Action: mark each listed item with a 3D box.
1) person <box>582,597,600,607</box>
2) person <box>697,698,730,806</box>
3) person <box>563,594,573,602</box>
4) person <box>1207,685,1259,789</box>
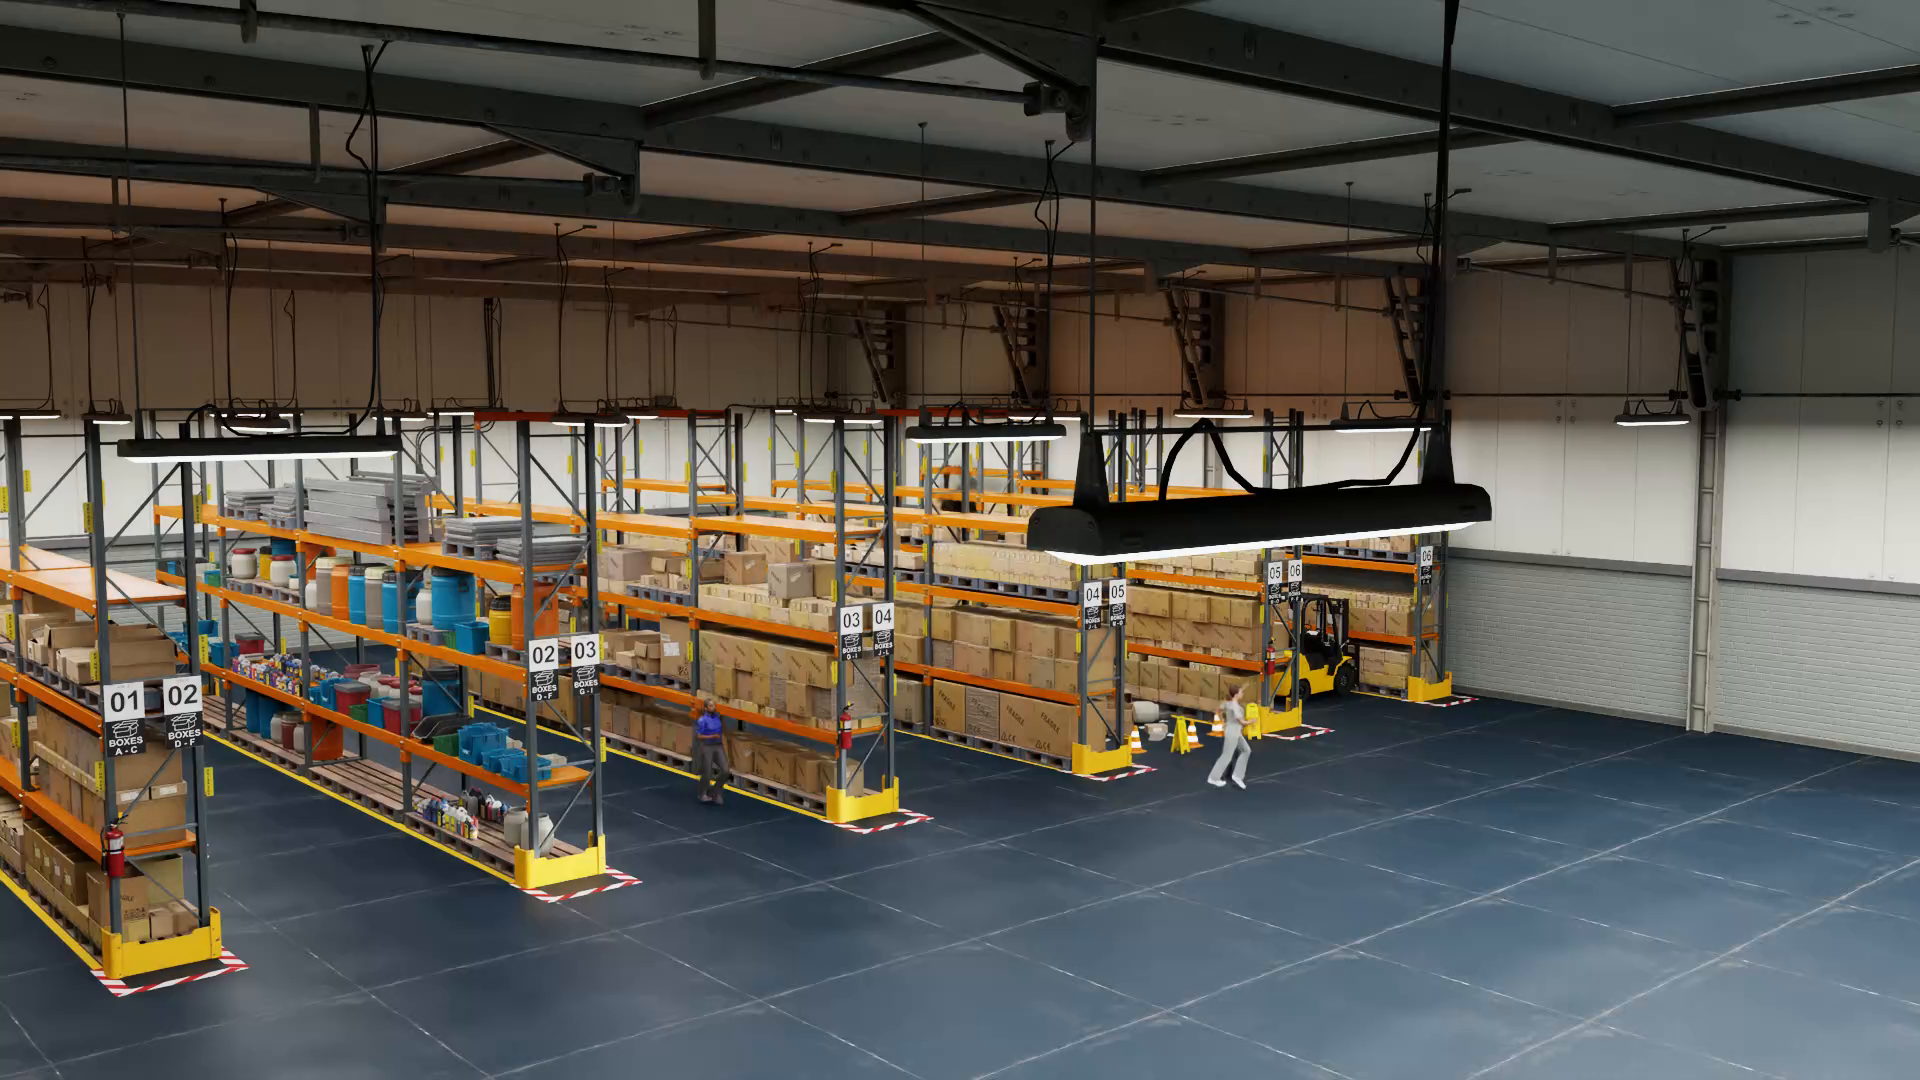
[{"bbox_3d":[-9.160,1.913,40.944,0.935,1.654,0.723,-4,6,-39],"label":"person"},{"bbox_3d":[-3.796,3.271,25.586,0.667,1.685,0.558,5,7,45],"label":"person"},{"bbox_3d":[-9.441,2.009,40.055,0.695,1.695,0.774,2,5,21],"label":"person"},{"bbox_3d":[4.374,3.136,26.655,0.812,1.661,0.527,0,5,2],"label":"person"}]
